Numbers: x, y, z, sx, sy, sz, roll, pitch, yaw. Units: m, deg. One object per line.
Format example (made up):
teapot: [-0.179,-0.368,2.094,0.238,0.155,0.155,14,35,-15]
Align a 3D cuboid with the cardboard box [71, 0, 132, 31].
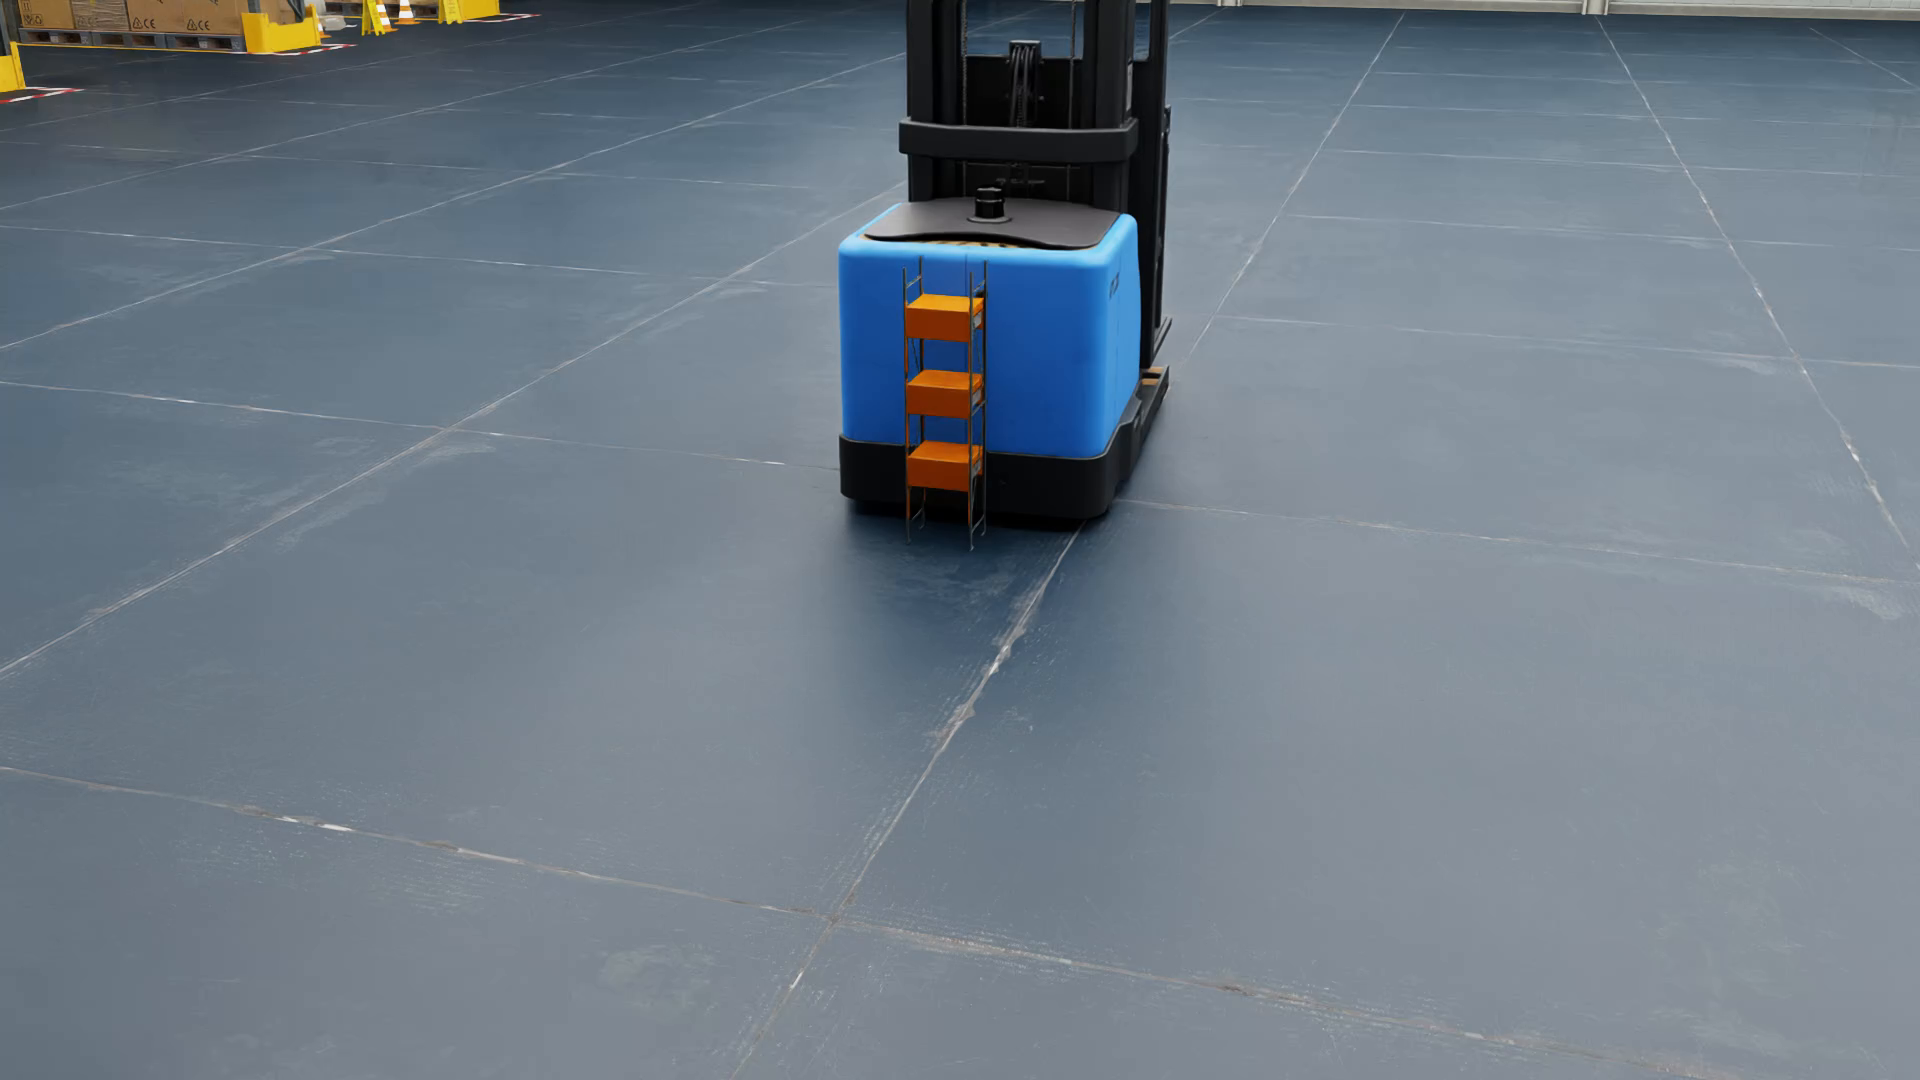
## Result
cardboard box: [-11.515,-7.479,22.796,0.875,0.875,0.875,7,23,16]

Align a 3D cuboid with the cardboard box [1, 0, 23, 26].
cardboard box: [-13.581,-7.648,23.374,0.750,0.750,1.050,6,23,15]

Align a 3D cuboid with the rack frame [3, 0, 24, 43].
rack frame: [-12.961,-8.459,22.940,0.127,3.000,1.000,7,23,16]

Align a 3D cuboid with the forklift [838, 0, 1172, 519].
forklift: [0.373,-1.965,7.198,1.130,2.935,3.031,5,23,12]

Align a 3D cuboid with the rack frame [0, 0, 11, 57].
rack frame: [-10.661,-6.230,17.505,0.127,3.000,1.000,7,23,16]

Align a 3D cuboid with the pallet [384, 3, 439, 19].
pallet: [-8.639,-8.651,27.081,1.213,0.211,1.003,7,23,16]

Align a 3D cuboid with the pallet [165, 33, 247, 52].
pallet: [-9.920,-6.790,22.545,1.213,0.211,1.003,7,23,15]

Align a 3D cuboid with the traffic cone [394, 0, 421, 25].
traffic cone: [-8.583,-8.235,25.737,0.334,0.463,0.336,7,23,16]

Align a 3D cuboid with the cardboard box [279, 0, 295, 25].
cardboard box: [-10.211,-7.948,24.984,0.637,0.503,0.797,-9,24,-21]

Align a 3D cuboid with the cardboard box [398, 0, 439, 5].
cardboard box: [-8.673,-8.746,26.709,0.500,0.250,0.500,6,23,15]

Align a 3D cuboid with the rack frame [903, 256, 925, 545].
rack frame: [-0.168,-0.505,6.117,0.008,1.050,0.200,6,23,15]

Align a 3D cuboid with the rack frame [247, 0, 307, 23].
rack frame: [-9.132,-8.021,21.872,0.127,3.000,1.000,7,23,16]

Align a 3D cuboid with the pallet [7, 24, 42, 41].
pallet: [-13.722,-7.226,23.609,1.213,0.211,1.003,7,23,16]

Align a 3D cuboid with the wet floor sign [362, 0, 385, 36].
wet floor sign: [-8.532,-7.648,24.064,0.232,0.644,0.267,3,22,6]

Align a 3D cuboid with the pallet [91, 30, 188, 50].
pallet: [-11.084,-6.924,22.873,1.213,0.211,1.003,7,23,15]

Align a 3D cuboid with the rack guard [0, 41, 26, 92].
rack guard: [-10.734,-5.082,18.000,0.348,0.500,1.175,7,23,16]

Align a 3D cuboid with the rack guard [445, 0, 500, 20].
rack guard: [-7.871,-8.682,26.778,0.348,0.500,1.175,7,23,16]

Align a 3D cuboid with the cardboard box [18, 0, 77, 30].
cardboard box: [-12.379,-7.576,23.034,0.875,0.875,0.875,7,23,16]

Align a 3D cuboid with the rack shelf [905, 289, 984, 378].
rack shelf: [-0.051,-0.744,5.981,0.240,0.259,0.215,6,23,15]

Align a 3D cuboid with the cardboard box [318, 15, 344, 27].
cardboard box: [-9.636,-7.921,25.385,0.380,0.149,0.250,-20,29,-39]

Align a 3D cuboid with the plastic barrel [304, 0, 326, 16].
plastic barrel: [-10.213,-8.315,25.983,0.512,0.421,0.421,-14,26,-30]

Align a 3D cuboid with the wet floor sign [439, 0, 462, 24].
wet floor sign: [-7.926,-8.332,25.731,0.232,0.644,0.267,16,27,34]

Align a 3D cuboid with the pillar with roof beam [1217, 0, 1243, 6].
pillar with roof beam: [3.470,-11.934,23.506,0.400,9.000,9.100,7,23,16]

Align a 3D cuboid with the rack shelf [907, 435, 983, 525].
rack shelf: [-0.051,-0.224,6.194,0.240,0.259,0.215,6,23,15]

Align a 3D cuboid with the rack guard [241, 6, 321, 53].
rack guard: [-9.109,-6.862,22.339,0.348,0.500,1.175,7,23,16]

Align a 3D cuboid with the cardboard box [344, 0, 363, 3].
cardboard box: [-9.646,-8.858,26.983,0.500,0.250,0.500,6,23,14]

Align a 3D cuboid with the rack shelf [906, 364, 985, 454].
rack shelf: [-0.051,-0.482,6.089,0.240,0.259,0.215,6,23,15]

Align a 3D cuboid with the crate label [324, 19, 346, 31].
crate label: [-9.349,-7.708,24.880,0.298,0.136,0.250,-5,23,-12]

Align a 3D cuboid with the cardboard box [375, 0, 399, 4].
cardboard box: [-9.144,-8.803,26.848,0.500,0.250,0.500,7,23,16]

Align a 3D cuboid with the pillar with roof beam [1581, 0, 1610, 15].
pillar with roof beam: [9.215,-11.276,21.903,0.400,9.000,9.100,7,23,16]

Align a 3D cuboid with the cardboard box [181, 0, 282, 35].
cardboard box: [-9.800,-7.283,22.318,0.875,0.875,0.875,7,23,16]

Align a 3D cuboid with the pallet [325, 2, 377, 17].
pallet: [-9.803,-8.785,27.409,1.213,0.211,1.003,7,23,16]

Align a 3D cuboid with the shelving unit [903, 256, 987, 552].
shelving unit: [-0.051,-0.491,6.085,0.252,1.050,0.215,6,23,15]

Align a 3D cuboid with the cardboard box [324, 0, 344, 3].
cardboard box: [-10.118,-8.917,27.125,0.500,0.250,0.500,6,23,15]

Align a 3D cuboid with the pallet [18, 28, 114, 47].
pallet: [-12.256,-7.057,23.197,1.213,0.211,1.003,7,23,15]

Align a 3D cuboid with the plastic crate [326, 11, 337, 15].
plastic crate: [-10.362,-8.448,26.760,0.583,0.080,0.402,-1,22,-3]

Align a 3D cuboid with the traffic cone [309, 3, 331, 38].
traffic cone: [-9.230,-7.421,23.753,0.334,0.463,0.336,7,23,16]

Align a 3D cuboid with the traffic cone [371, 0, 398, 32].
traffic cone: [-8.578,-7.795,24.663,0.334,0.463,0.336,7,23,16]

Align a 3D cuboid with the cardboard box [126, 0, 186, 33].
cardboard box: [-10.643,-7.378,22.551,0.875,0.875,0.875,6,23,15]

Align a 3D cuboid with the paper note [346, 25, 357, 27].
paper note: [-9.279,-7.837,25.336,0.142,0.019,0.148,-1,22,-3]

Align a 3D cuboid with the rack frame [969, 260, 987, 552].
rack frame: [0.066,-0.478,6.052,0.008,1.050,0.200,6,23,15]
